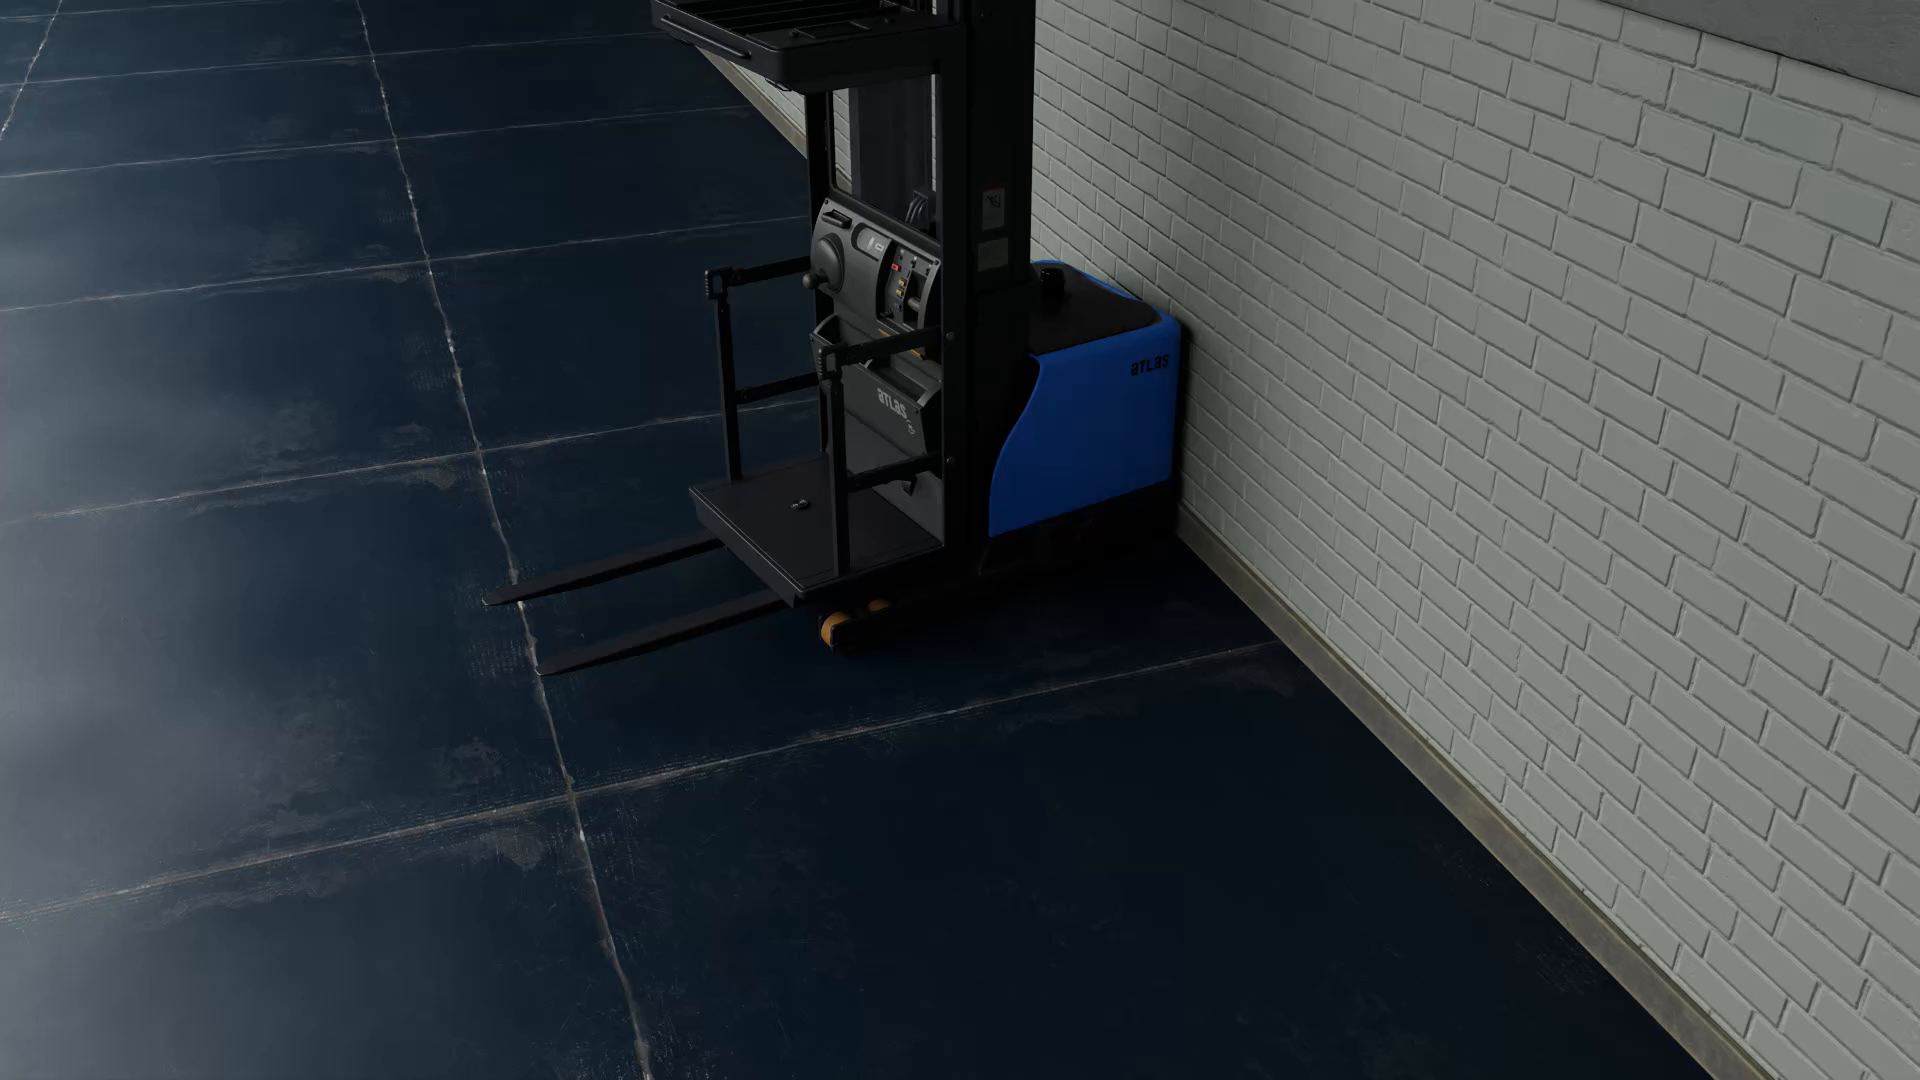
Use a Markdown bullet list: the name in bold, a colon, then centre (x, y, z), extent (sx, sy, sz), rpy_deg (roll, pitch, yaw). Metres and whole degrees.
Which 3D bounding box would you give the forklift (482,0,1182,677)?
- **forklift**: centre (-0.527, -1.105, 6.728), extent (3.031, 2.935, 1.130), rpy_deg (-18, 34, -28)
